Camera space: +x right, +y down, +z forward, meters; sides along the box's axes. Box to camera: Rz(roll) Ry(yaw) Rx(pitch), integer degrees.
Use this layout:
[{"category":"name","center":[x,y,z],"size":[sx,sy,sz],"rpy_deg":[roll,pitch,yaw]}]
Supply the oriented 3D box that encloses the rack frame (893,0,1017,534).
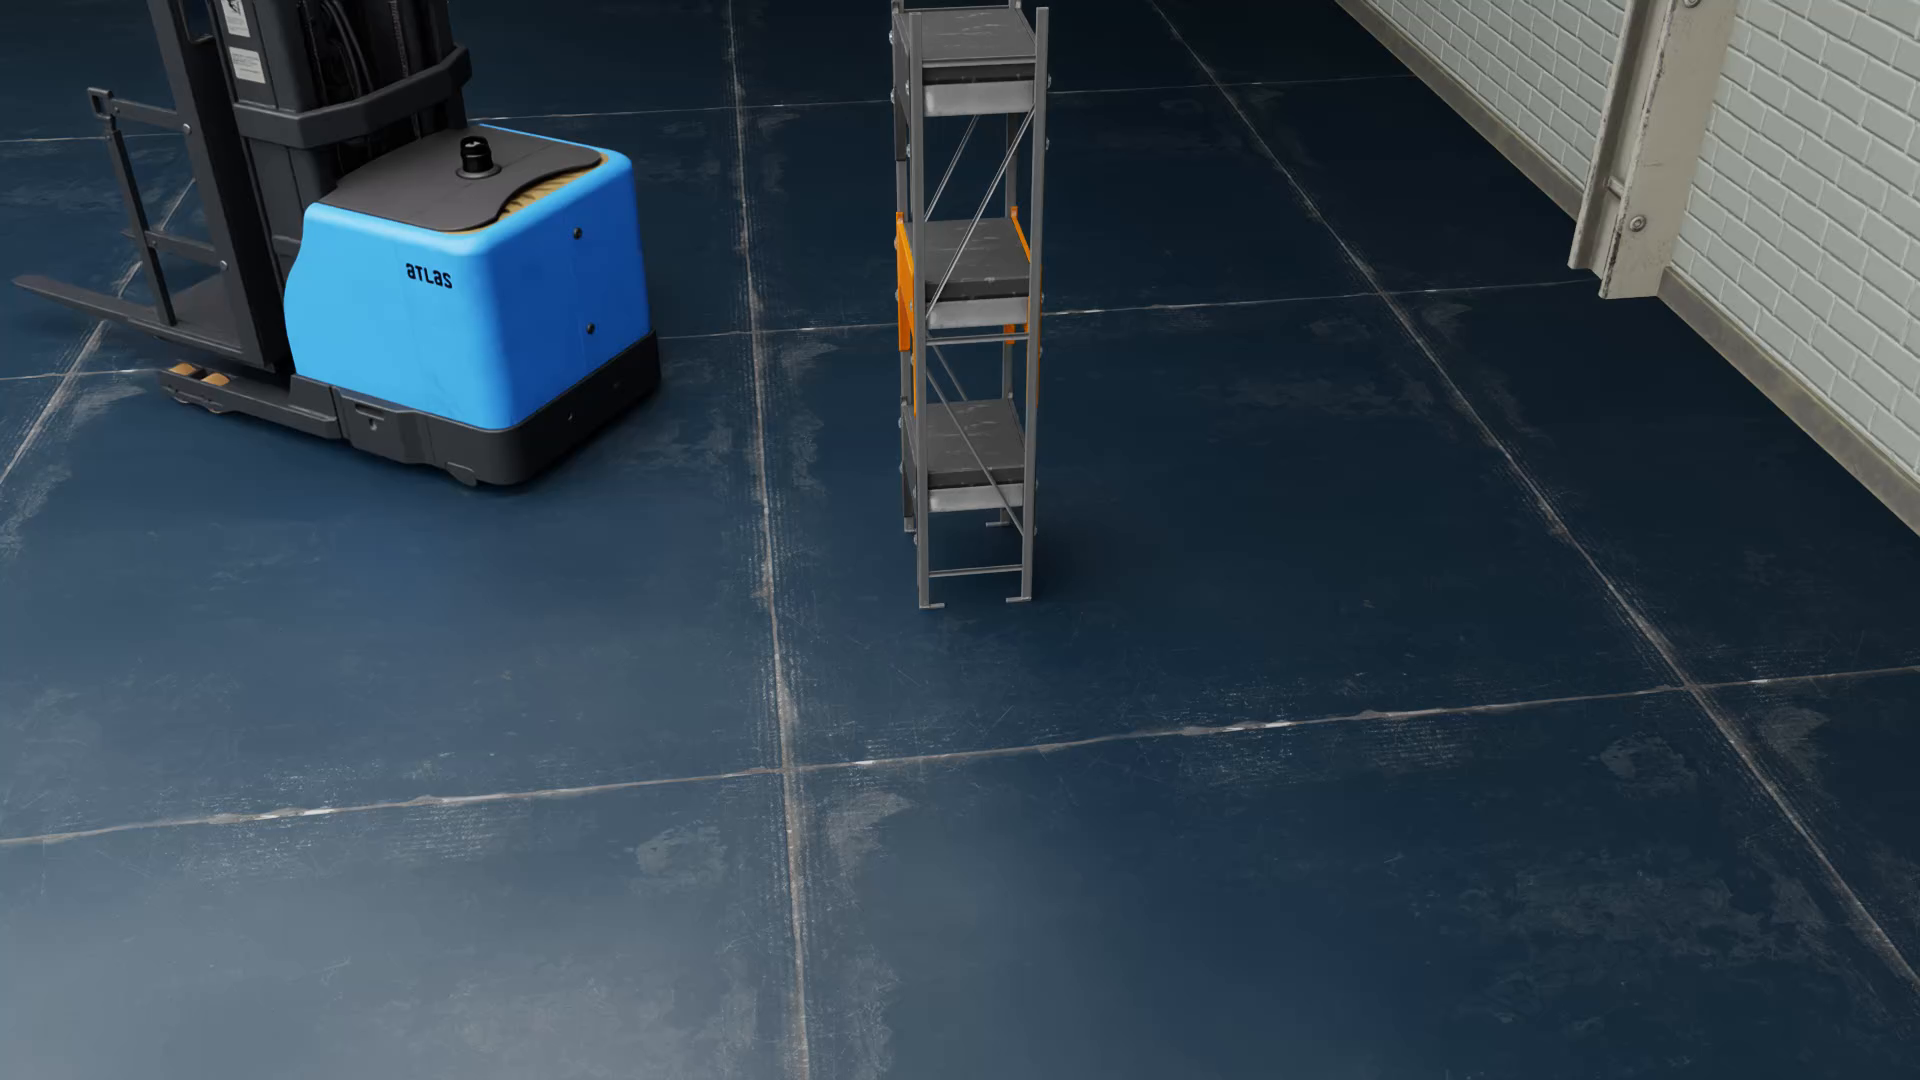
[{"category":"rack frame","center":[-0.011,-0.911,5.723],"size":[0.400,2.100,0.015],"rpy_deg":[-4,35,-6]}]

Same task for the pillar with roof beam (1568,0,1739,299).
[{"category":"pillar with roof beam","center":[-1.070,-4.665,5.105],"size":[9.100,9.000,0.400],"rpy_deg":[-4,35,-6]}]

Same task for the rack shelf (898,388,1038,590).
[{"category":"rack shelf","center":[0.022,-0.186,5.925],"size":[0.431,0.518,0.480],"rpy_deg":[-4,35,-6]}]

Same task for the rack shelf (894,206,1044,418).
[{"category":"rack shelf","center":[0.022,-0.764,5.531],"size":[0.431,0.518,0.480],"rpy_deg":[-4,35,-6]}]

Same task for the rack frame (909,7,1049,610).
[{"category":"rack frame","center":[0.055,-0.639,5.323],"size":[0.400,2.100,0.015],"rpy_deg":[-4,35,-6]}]

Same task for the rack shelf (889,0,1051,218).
[{"category":"rack shelf","center":[0.022,-1.342,5.137],"size":[0.431,0.518,0.480],"rpy_deg":[-4,35,-6]}]

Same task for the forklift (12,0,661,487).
[{"category":"forklift","center":[-2.834,-1.993,6.571],"size":[3.031,2.935,1.130],"rpy_deg":[16,37,22]}]

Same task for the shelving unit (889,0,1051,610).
[{"category":"shelving unit","center":[0.022,-0.775,5.523],"size":[0.431,2.100,0.503],"rpy_deg":[-4,35,-6]}]
